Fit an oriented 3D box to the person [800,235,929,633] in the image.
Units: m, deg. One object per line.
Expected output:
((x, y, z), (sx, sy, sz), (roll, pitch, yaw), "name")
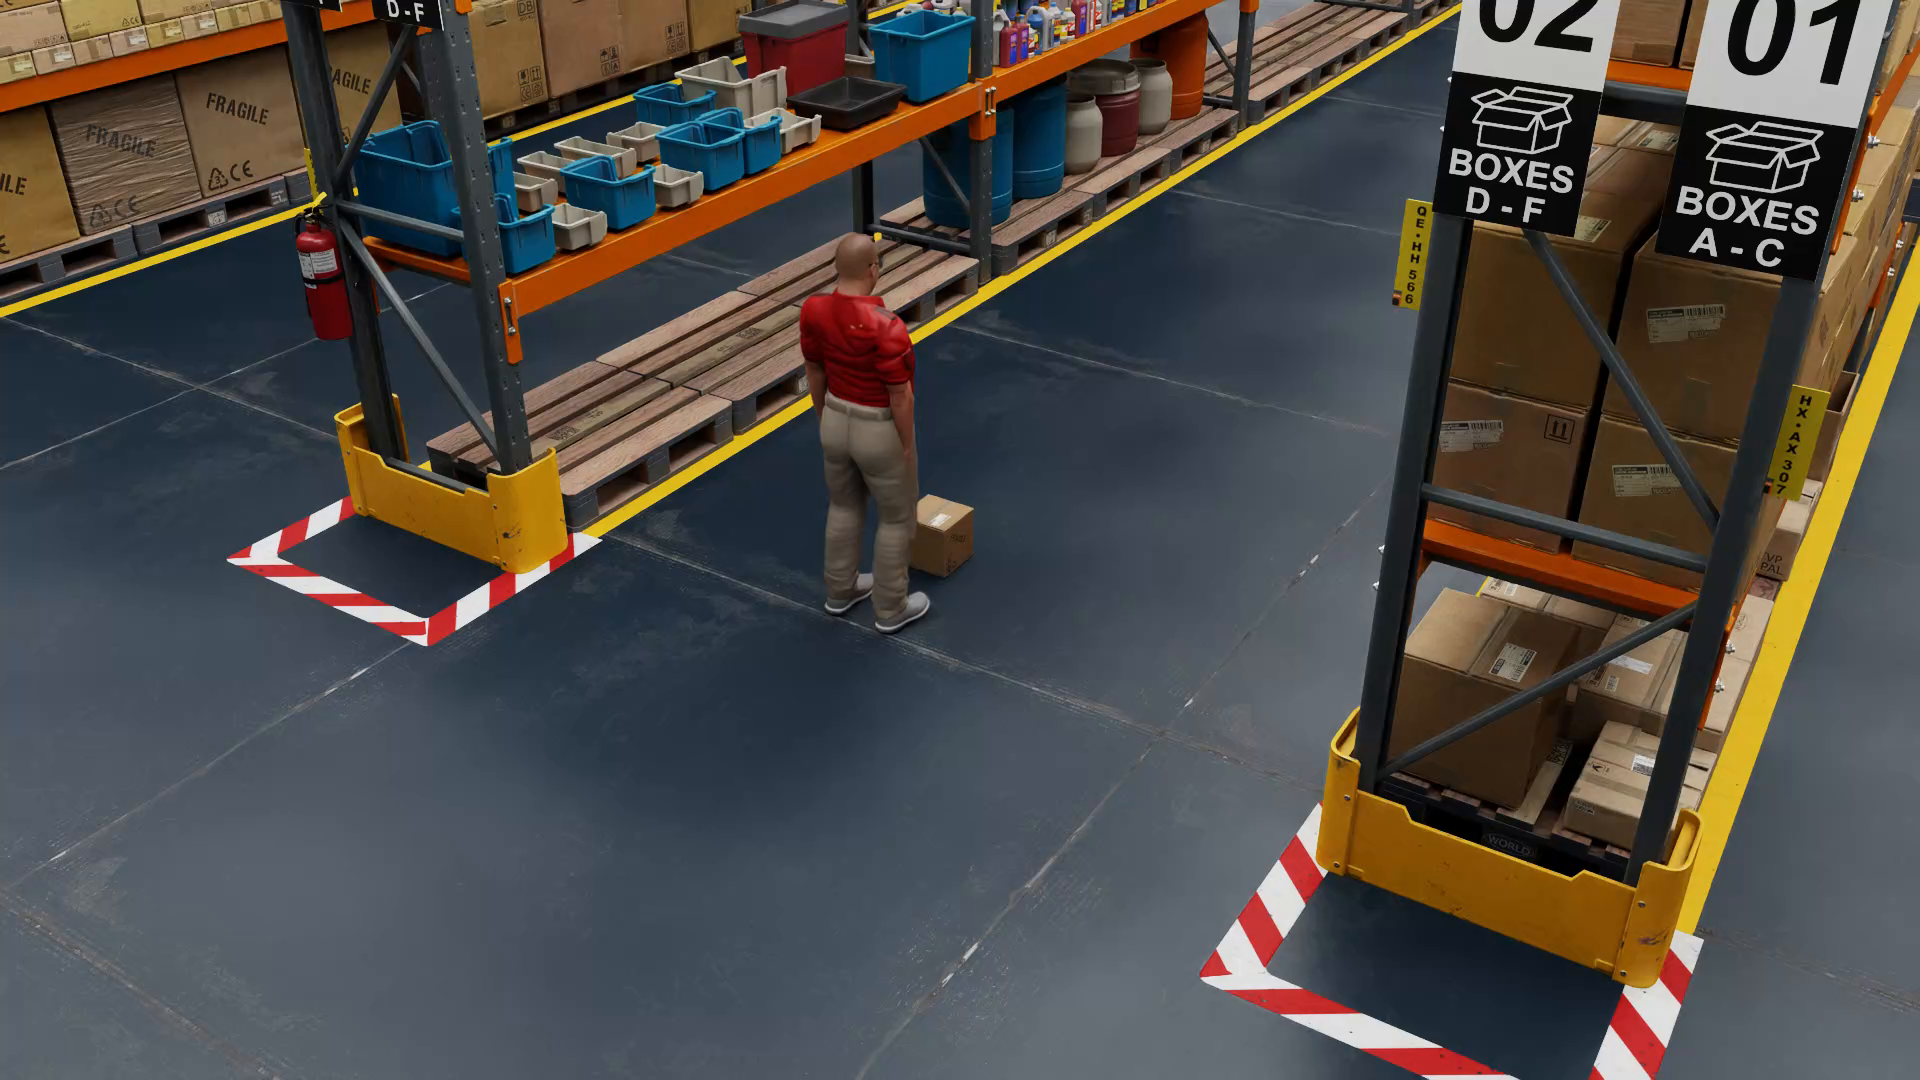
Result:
((-0.389, -0.448, 6.927), (0.529, 1.722, 0.359), (19, 35, 29), "person")
